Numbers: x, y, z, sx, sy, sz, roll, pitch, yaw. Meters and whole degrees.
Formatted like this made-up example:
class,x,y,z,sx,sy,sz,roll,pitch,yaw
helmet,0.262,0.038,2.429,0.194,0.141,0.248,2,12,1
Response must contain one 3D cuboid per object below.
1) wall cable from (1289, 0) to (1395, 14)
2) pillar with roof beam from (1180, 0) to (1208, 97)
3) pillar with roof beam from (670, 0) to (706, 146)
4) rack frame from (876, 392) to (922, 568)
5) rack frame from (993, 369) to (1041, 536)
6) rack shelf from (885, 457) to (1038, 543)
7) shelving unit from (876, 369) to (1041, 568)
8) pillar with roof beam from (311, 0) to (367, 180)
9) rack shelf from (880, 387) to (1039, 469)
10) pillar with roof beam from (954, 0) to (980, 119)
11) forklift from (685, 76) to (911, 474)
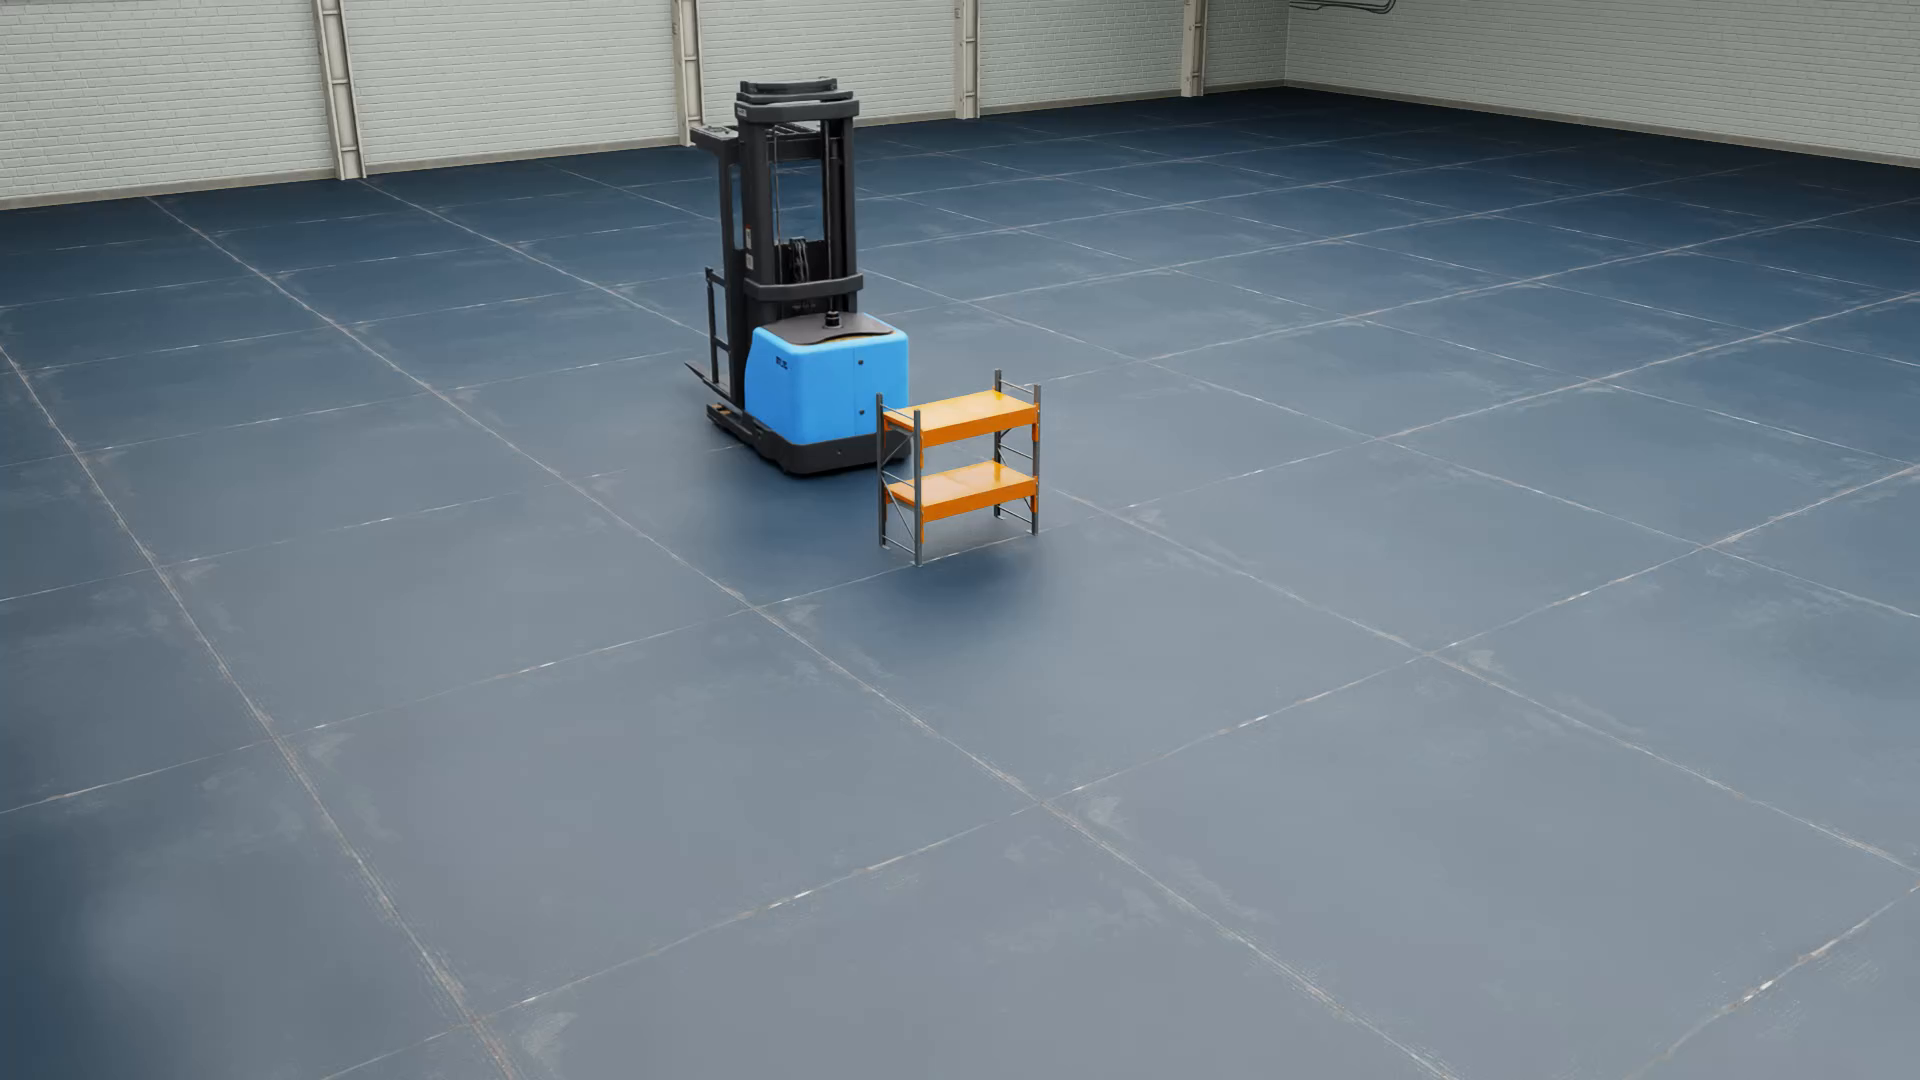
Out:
class,x,y,z,sx,sy,sz,roll,pitch,yaw
wall cable,8.174,-12.587,35.488,0.112,2.526,3.097,-15,26,-33
pillar with roof beam,7.525,-12.494,31.066,0.400,9.000,9.100,-15,26,-33
pillar with roof beam,-2.216,-9.897,24.557,0.400,9.000,9.100,-15,26,-33
rack frame,-0.418,-0.411,11.408,0.032,1.125,0.500,-15,26,-33
rack frame,0.407,-0.631,11.960,0.032,1.125,0.500,-15,26,-33
rack shelf,-0.005,-0.294,11.775,1.000,0.278,0.538,-15,26,-33
shelving unit,-0.005,-0.521,11.684,1.048,1.125,0.538,-15,26,-33
pillar with roof beam,-7.087,-8.598,21.302,0.400,9.000,9.100,-15,26,-33
rack shelf,-0.005,-0.793,11.576,1.000,0.278,0.538,-15,26,-33
pillar with roof beam,2.654,-11.196,27.811,0.400,9.000,9.100,-15,26,-33
forklift,-1.541,-2.382,13.910,1.130,2.935,3.031,-11,24,-26
